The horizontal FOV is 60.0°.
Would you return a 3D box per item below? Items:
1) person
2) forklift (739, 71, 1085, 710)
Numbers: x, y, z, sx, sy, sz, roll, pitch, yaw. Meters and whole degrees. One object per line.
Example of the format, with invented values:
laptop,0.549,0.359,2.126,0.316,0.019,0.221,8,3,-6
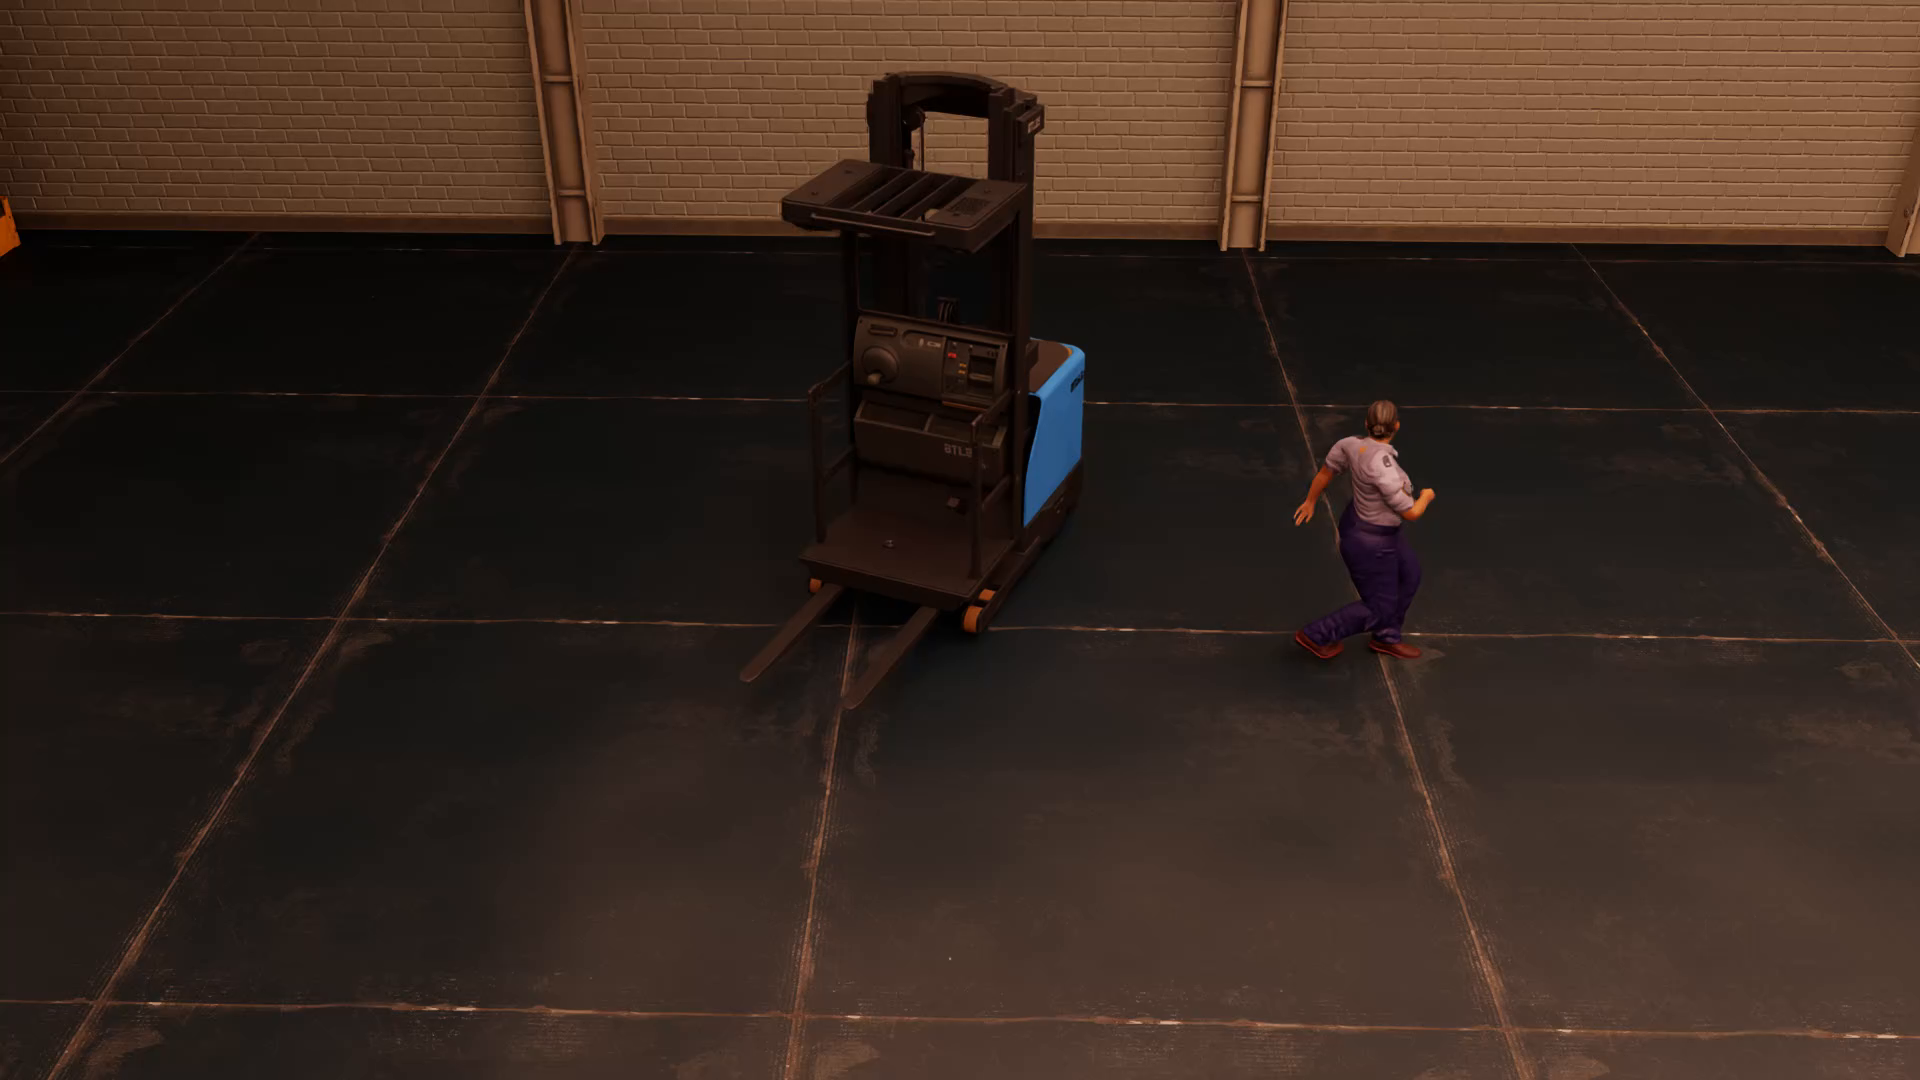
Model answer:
person,2.225,-0.036,9.042,0.776,1.574,0.533,3,31,5
forklift,-0.256,-0.967,9.255,1.130,2.935,3.031,13,33,20
